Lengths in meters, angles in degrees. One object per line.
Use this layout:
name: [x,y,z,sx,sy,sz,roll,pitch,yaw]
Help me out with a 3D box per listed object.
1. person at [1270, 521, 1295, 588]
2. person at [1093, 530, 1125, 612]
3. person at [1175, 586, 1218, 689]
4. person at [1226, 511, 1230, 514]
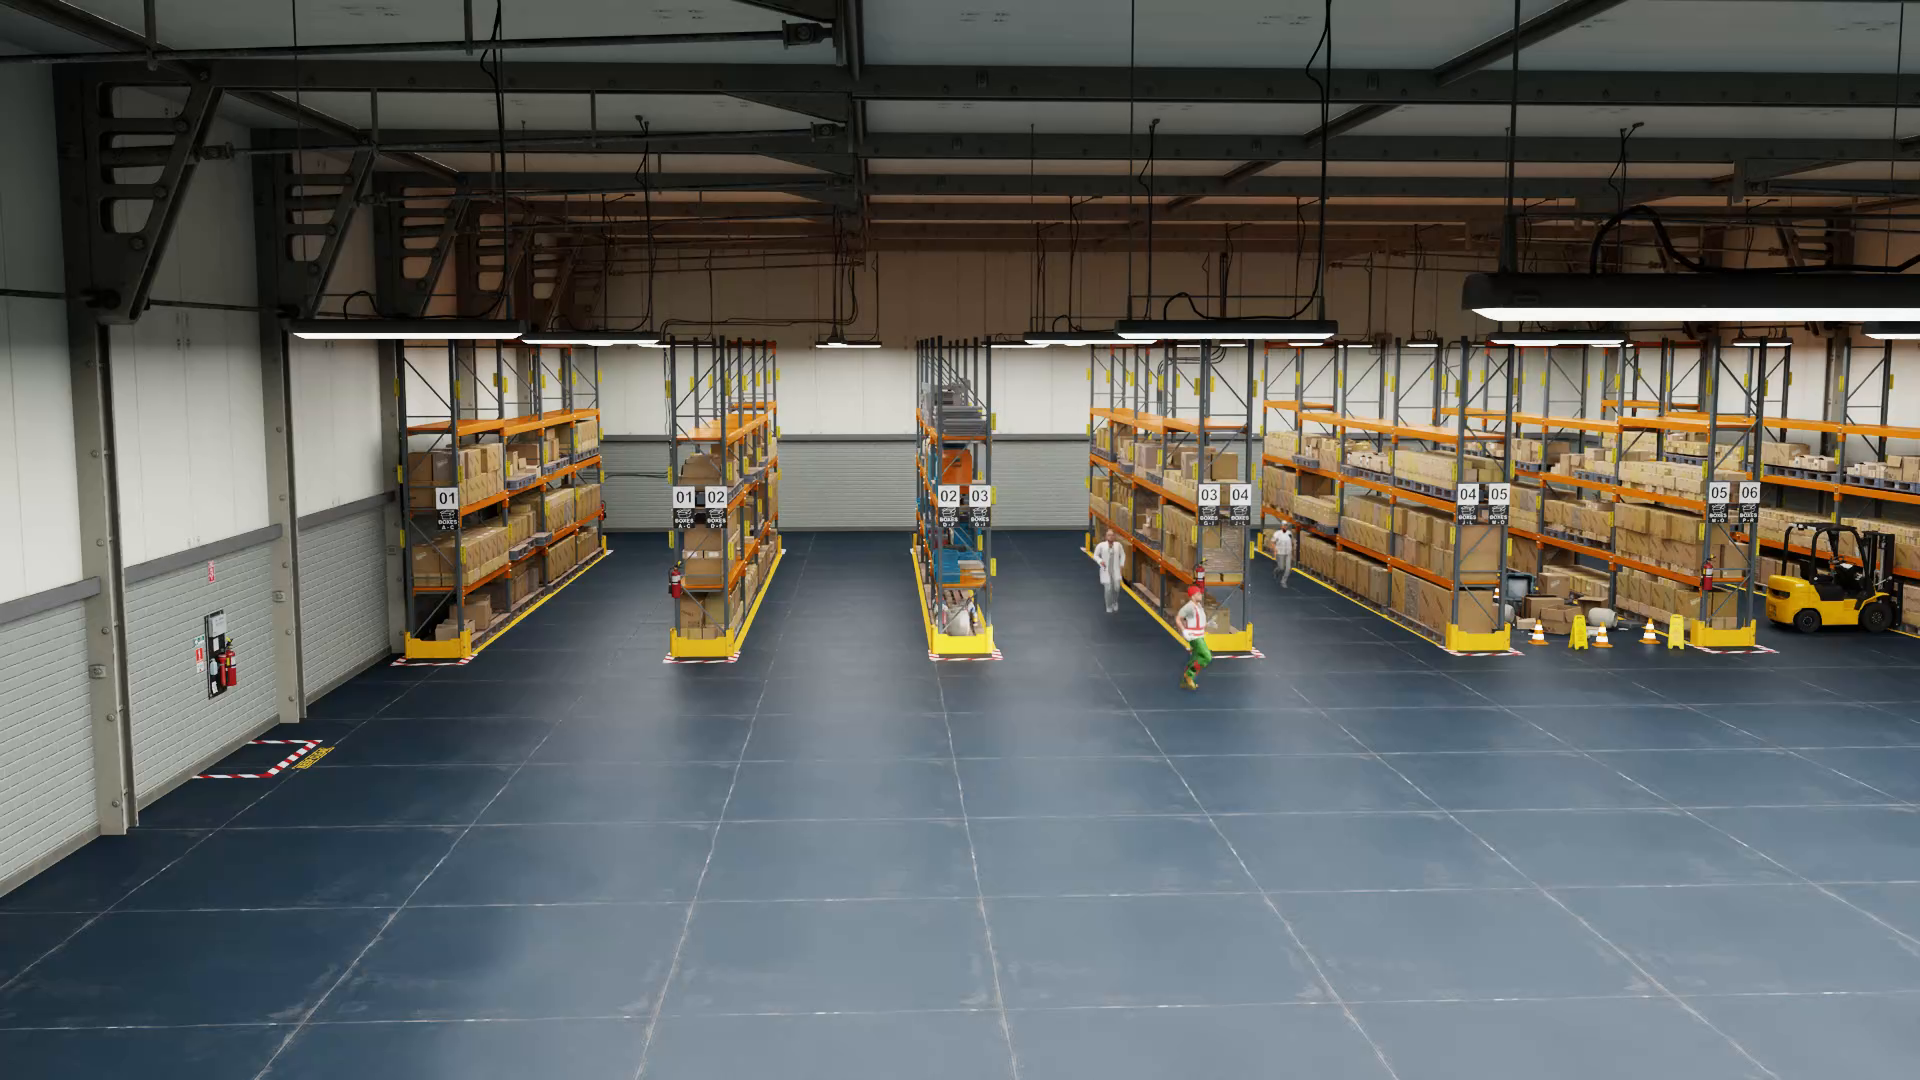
person: [7.863,0.339,40.422,0.610,1.624,0.552,-1,7,-7]
person: [3.160,0.671,35.024,0.711,1.741,0.623,0,6,-2]
person: [4.024,1.649,28.083,0.642,1.742,0.649,3,7,25]
person: [7.543,-0.543,48.421,0.686,1.577,0.791,5,8,35]
